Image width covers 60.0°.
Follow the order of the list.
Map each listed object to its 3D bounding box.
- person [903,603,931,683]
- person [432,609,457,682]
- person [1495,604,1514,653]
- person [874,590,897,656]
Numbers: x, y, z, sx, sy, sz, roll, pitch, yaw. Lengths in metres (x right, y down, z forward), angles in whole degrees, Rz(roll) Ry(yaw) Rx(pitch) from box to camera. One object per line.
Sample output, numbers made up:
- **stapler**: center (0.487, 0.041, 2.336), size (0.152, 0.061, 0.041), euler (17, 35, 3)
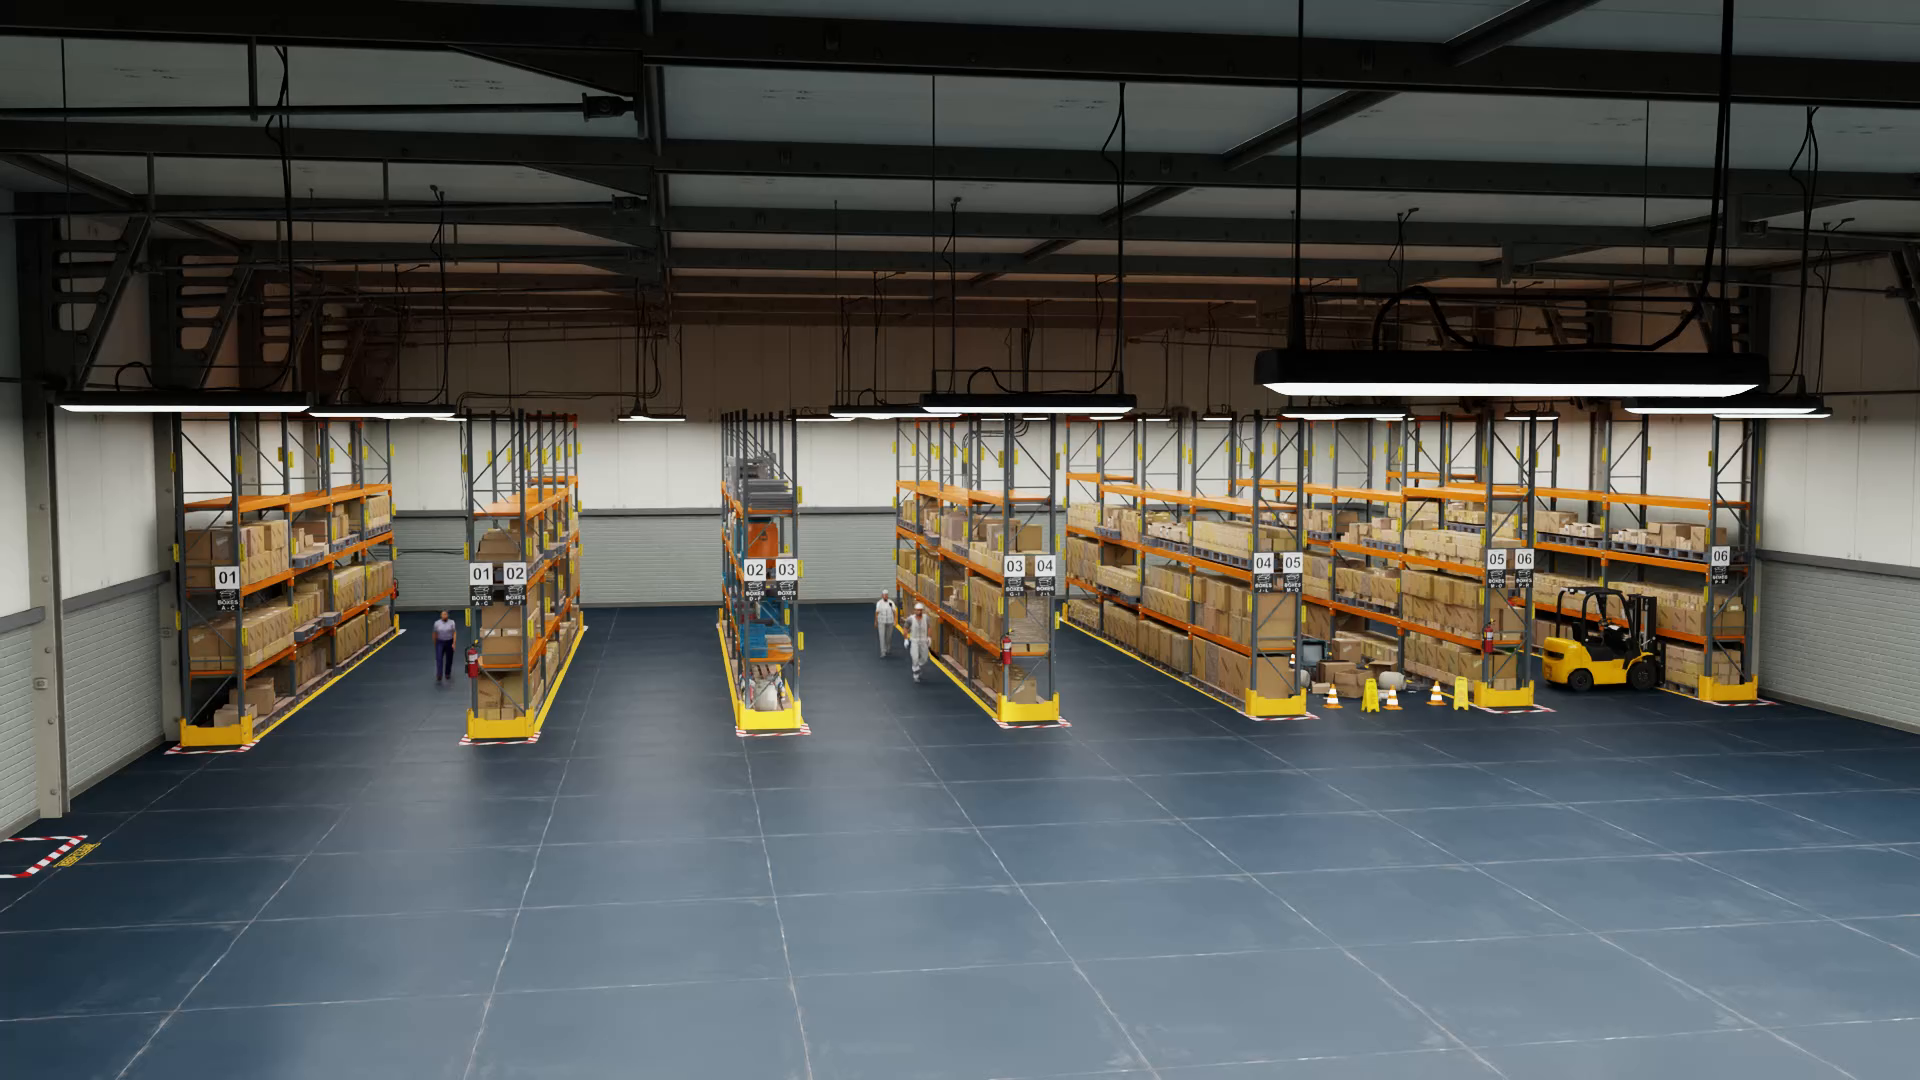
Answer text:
- **person**: center (-0.963, 2.263, 37.083), size (0.620, 1.764, 0.701), euler (-1, 4, -16)
- **person**: center (-11.424, 2.338, 36.890), size (0.509, 1.576, 0.997), euler (-2, 4, -24)
- **person**: center (12.485, 2.239, 38.041), size (0.625, 1.677, 0.788), euler (-1, 4, -9)
- **person**: center (-1.821, 2.034, 41.062), size (0.525, 1.589, 1.042), euler (-1, 4, -12)
